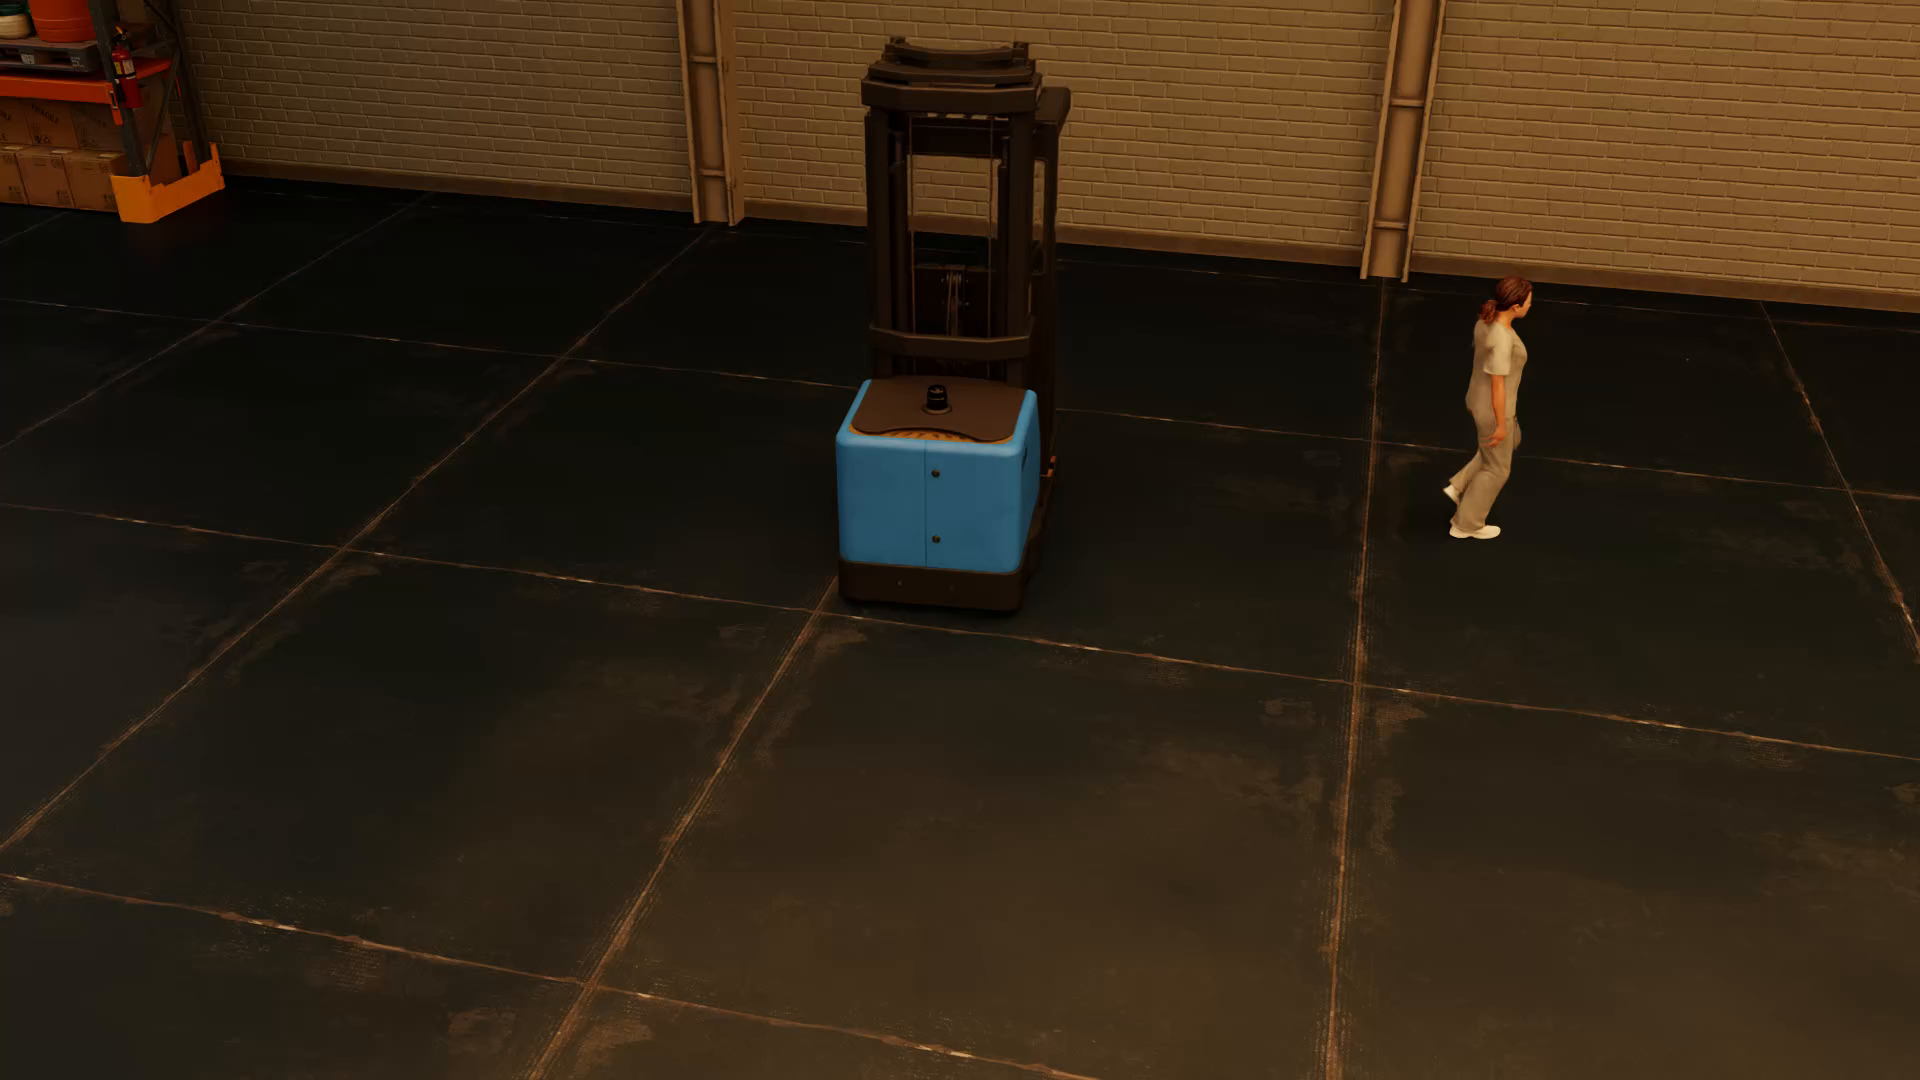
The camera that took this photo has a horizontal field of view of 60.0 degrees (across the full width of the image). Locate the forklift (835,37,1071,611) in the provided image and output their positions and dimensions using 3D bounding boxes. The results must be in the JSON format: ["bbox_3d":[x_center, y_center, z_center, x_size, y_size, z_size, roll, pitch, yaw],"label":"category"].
[{"bbox_3d":[0.048,-1.584,9.965,1.130,2.935,3.031,4,30,8],"label":"forklift"}]

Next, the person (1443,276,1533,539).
[{"bbox_3d":[3.190,-0.780,9.845,0.464,1.655,0.578,-2,30,-3],"label":"person"}]
